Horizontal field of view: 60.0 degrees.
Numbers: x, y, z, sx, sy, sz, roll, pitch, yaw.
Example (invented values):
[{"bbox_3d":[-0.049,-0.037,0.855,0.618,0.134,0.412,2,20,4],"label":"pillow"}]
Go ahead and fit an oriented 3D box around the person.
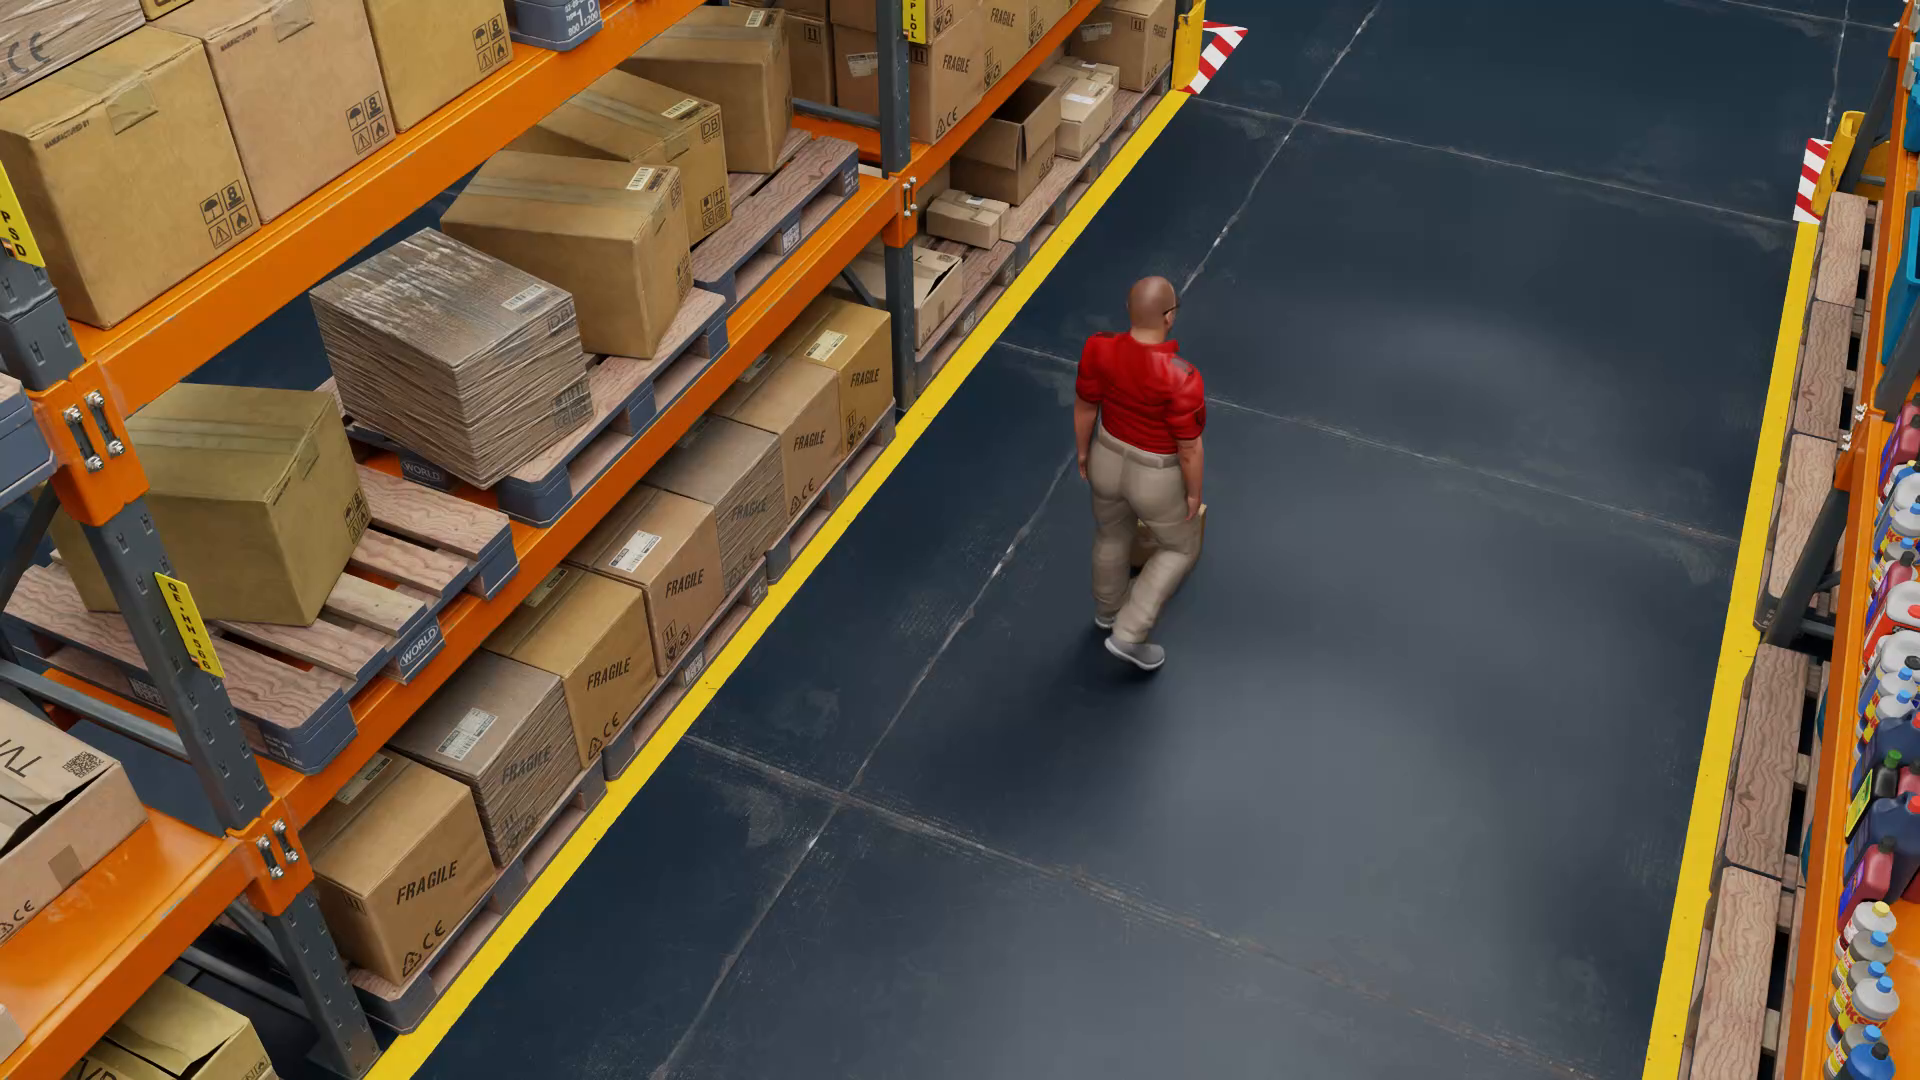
[{"bbox_3d":[0.681,-0.257,6.435,0.551,1.720,0.577,26,48,26],"label":"person"}]
